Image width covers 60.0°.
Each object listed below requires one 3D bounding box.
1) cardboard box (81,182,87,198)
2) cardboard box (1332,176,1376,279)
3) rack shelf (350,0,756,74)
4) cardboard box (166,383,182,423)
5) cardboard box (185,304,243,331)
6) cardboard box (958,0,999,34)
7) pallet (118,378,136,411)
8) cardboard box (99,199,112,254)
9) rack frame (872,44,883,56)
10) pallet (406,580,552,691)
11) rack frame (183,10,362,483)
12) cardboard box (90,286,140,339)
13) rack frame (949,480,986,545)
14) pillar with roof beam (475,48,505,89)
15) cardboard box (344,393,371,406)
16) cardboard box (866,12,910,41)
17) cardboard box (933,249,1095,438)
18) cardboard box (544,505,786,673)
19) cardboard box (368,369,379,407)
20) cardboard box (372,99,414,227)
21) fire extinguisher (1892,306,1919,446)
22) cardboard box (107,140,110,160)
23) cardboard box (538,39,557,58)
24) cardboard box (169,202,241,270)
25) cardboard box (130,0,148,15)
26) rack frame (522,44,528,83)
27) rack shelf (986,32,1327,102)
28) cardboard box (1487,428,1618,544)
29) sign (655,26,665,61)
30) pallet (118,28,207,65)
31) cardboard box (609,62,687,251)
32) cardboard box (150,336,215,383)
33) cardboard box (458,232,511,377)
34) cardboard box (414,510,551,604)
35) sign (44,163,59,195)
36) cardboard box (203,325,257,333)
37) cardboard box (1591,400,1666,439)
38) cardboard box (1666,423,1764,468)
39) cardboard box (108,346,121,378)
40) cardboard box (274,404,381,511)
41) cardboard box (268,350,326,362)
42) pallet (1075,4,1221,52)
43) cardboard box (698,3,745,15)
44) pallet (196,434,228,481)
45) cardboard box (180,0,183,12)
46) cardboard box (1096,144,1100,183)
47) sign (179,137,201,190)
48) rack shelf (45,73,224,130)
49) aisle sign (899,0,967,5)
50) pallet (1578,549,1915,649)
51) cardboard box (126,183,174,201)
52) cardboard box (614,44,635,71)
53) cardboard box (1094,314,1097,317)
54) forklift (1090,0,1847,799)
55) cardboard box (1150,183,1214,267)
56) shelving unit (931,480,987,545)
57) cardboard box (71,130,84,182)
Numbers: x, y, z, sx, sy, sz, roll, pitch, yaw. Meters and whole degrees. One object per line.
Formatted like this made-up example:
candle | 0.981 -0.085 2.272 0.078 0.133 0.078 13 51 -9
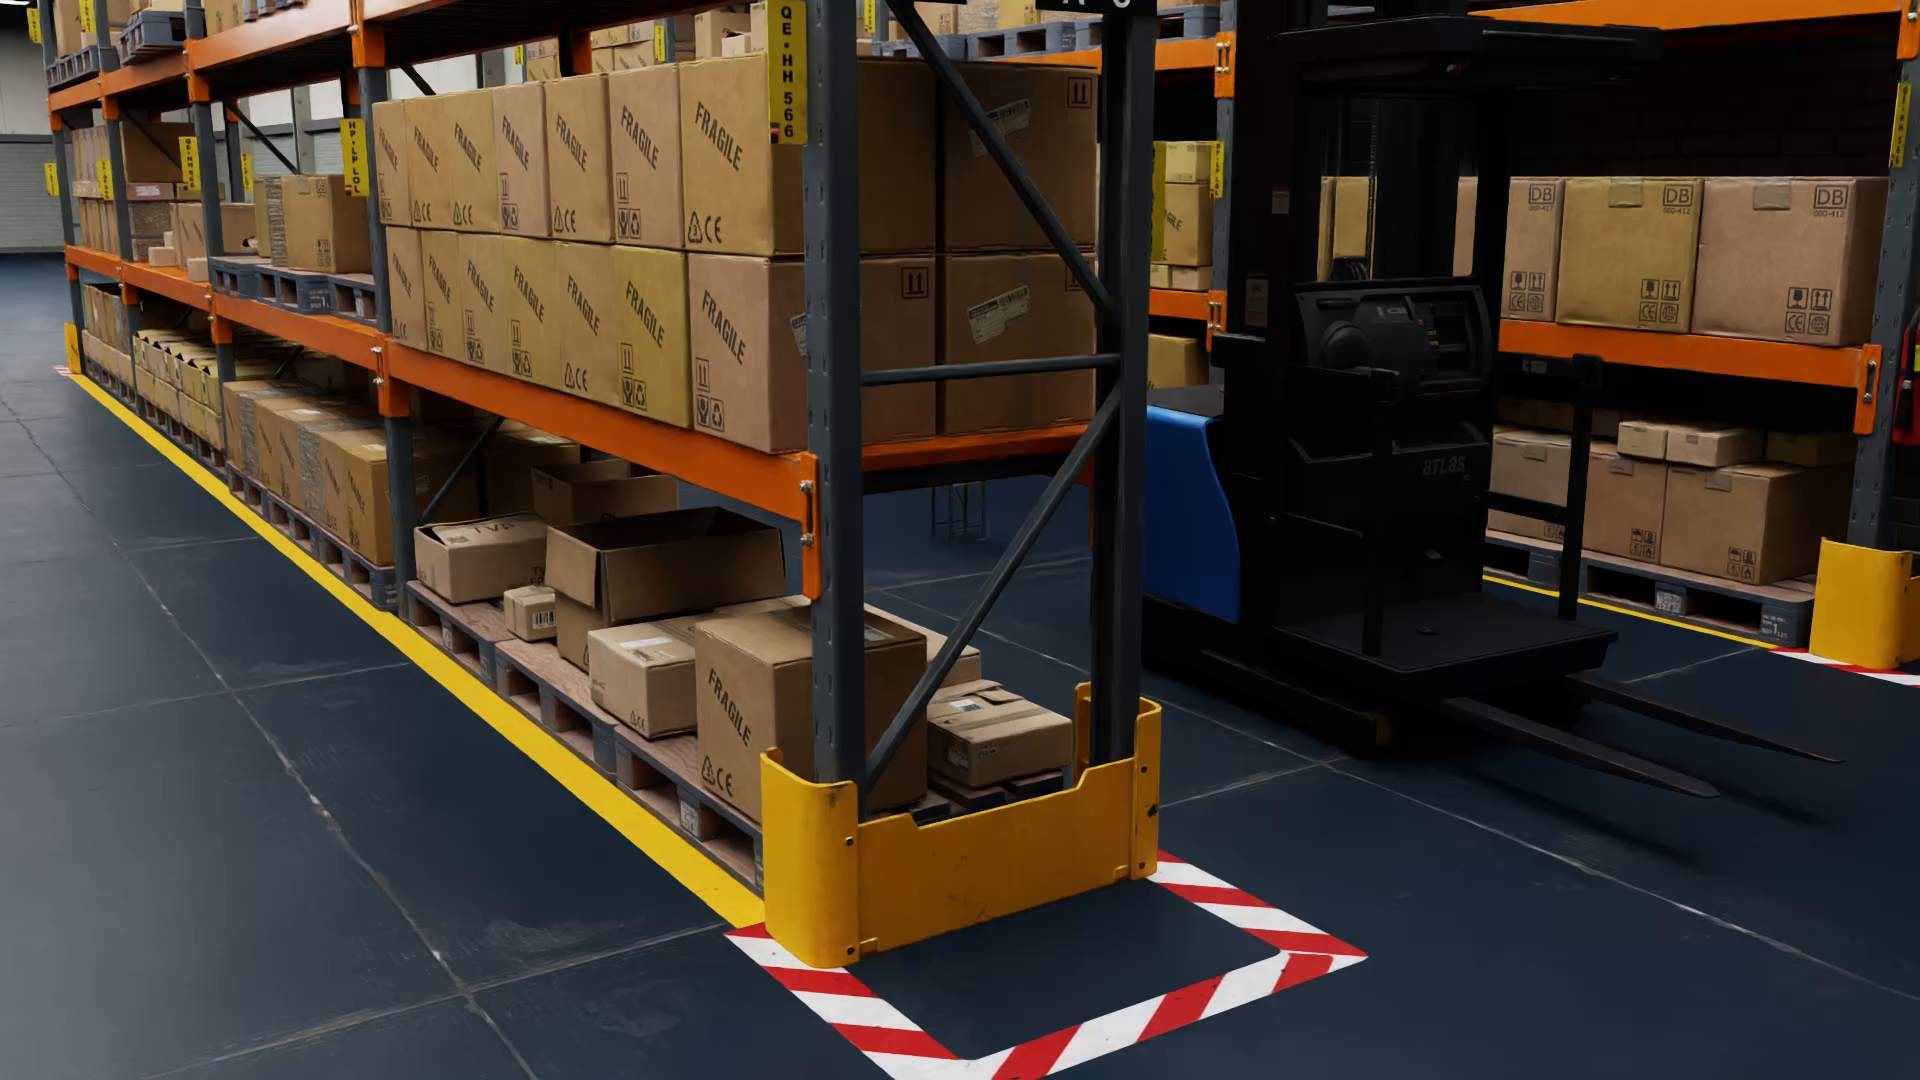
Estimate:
cardboard box | -8.335 -3.417 16.215 0.380 0.149 0.250 -8 15 -34
cardboard box | 2.661 -1.654 9.200 0.980 0.700 0.700 -9 15 -34
rack shelf | -1.040 -1.907 5.725 1.077 0.370 4.000 -8 15 -33
cardboard box | -5.711 -1.059 12.637 0.500 0.250 0.500 -8 15 -32
cardboard box | -6.577 -1.920 14.816 0.500 0.500 0.500 -8 15 -33
cardboard box | 0.412 -4.009 12.388 0.700 0.500 0.500 -9 15 -36
pallet | -6.986 -1.356 15.068 1.003 0.211 1.213 -8 15 -33
cardboard box | -7.688 -2.973 15.699 0.700 0.500 0.500 -8 14 -31
rack frame | -0.242 -2.447 13.532 1.000 3.000 0.127 -8 15 -33
pallet | -1.768 0.336 7.334 1.003 0.211 1.213 -8 15 -33
rack frame | -4.364 -1.860 10.848 1.000 3.000 0.127 -8 15 -33
cardboard box | -8.118 -2.214 16.161 0.500 0.500 0.500 -8 15 -33
rack frame | 0.043 -0.572 9.171 0.240 1.200 0.006 -8 15 -33
pillar with roof beam | -10.475 -7.336 21.846 9.100 9.000 0.400 -8 15 -33
cardboard box | -3.364 -0.624 10.013 0.500 0.500 0.500 -9 15 -35
cardboard box | -0.450 -4.127 13.909 0.500 0.500 0.500 -8 15 -33
cardboard box | 0.042 -0.597 4.835 0.500 0.500 0.500 -8 15 -32
cardboard box | -1.103 0.189 6.289 0.797 0.503 0.637 -8 15 -33
cardboard box | -3.045 -0.891 9.481 0.500 0.250 0.500 -8 15 -34
cardboard box | -2.121 -1.569 6.942 0.500 0.500 0.500 -8 14 -31
fire extinguisher | 3.890 -0.723 6.702 0.296 0.674 0.183 -8 15 -33
cardboard box | -7.112 -3.422 14.719 0.700 0.500 0.500 -8 15 -33
cardboard box | -4.428 -5.690 18.718 0.500 0.500 0.500 -8 15 -33
cardboard box | -5.876 -2.388 13.028 0.500 0.500 0.500 -7 14 -29
cardboard box | -6.271 -4.421 13.148 0.500 0.500 0.500 -8 15 -32
rack frame | -4.675 -6.801 19.397 1.000 3.000 0.127 -8 15 -33
rack shelf | 0.866 -3.206 11.662 1.077 0.370 4.000 -8 15 -33
cardboard box | 3.163 -0.300 8.579 0.700 0.500 0.500 -9 15 -35
sign | -2.906 -4.811 16.109 0.100 0.325 0.005 -8 15 -33
pallet | -5.437 -3.542 11.959 1.003 0.211 1.213 -7 14 -30
cardboard box | -0.688 -1.111 4.848 0.500 0.500 0.500 -8 14 -31
cardboard box | -5.998 -1.423 12.989 0.500 0.311 0.500 -9 15 -35
cardboard box | -1.531 -0.895 6.199 0.500 0.500 0.500 -8 15 -33
cardboard box | -2.095 0.050 7.377 0.500 0.311 0.500 -8 15 -33
sign | -9.262 -3.680 16.957 0.100 0.325 0.005 -8 15 -33
cardboard box | -6.117 -1.670 14.116 0.500 0.311 0.500 -8 15 -33
cardboard box | 3.394 -0.619 8.522 0.380 0.149 0.250 -8 15 -32
cardboard box | 3.496 -0.439 7.700 0.380 0.149 0.250 -8 15 -33
cardboard box | -7.577 -1.668 15.419 0.500 0.250 0.500 -8 15 -33
cardboard box | -3.488 -0.465 9.288 0.500 0.500 0.500 -9 15 -35
cardboard box | -4.708 -1.217 12.044 0.500 0.311 0.500 -9 15 -34
pallet | 1.425 -3.265 10.698 0.805 0.209 1.217 -9 15 -35
cardboard box | -2.492 -5.292 16.898 0.500 0.500 0.500 -8 15 -32
pallet | -4.788 -0.649 11.836 1.003 0.211 1.213 -8 15 -33
cardboard box | -4.968 -3.623 11.254 0.500 0.250 0.500 -8 14 -31
cardboard box | 1.227 -2.451 10.817 0.500 0.250 0.500 -8 15 -32
sign | -4.824 -2.360 10.421 0.100 0.325 0.005 -8 15 -33
rack shelf | -7.688 -4.041 15.484 1.077 0.370 4.000 -8 15 -33
aisle sign | -0.149 -1.659 3.843 0.394 0.787 0.004 -8 15 -33
pallet | 3.682 0.205 7.932 1.003 0.211 1.213 -8 15 -33
cardboard box | -6.909 -2.961 14.126 0.380 0.149 0.250 -8 15 -33
cardboard box | -3.214 -4.835 17.147 0.500 0.500 0.500 -10 16 -37
cardboard box | 0.536 -1.300 12.332 0.750 0.750 0.750 -8 15 -33
forklift | 1.738 -0.777 6.053 1.130 2.935 3.031 -7 14 -29
cardboard box | 1.508 -1.992 10.473 0.500 0.500 0.500 -8 15 -34
shelving unit | -0.008 -0.589 9.245 0.258 1.200 0.189 -8 15 -33
cardboard box | -8.519 -3.872 16.775 0.700 0.500 0.500 -8 15 -33
